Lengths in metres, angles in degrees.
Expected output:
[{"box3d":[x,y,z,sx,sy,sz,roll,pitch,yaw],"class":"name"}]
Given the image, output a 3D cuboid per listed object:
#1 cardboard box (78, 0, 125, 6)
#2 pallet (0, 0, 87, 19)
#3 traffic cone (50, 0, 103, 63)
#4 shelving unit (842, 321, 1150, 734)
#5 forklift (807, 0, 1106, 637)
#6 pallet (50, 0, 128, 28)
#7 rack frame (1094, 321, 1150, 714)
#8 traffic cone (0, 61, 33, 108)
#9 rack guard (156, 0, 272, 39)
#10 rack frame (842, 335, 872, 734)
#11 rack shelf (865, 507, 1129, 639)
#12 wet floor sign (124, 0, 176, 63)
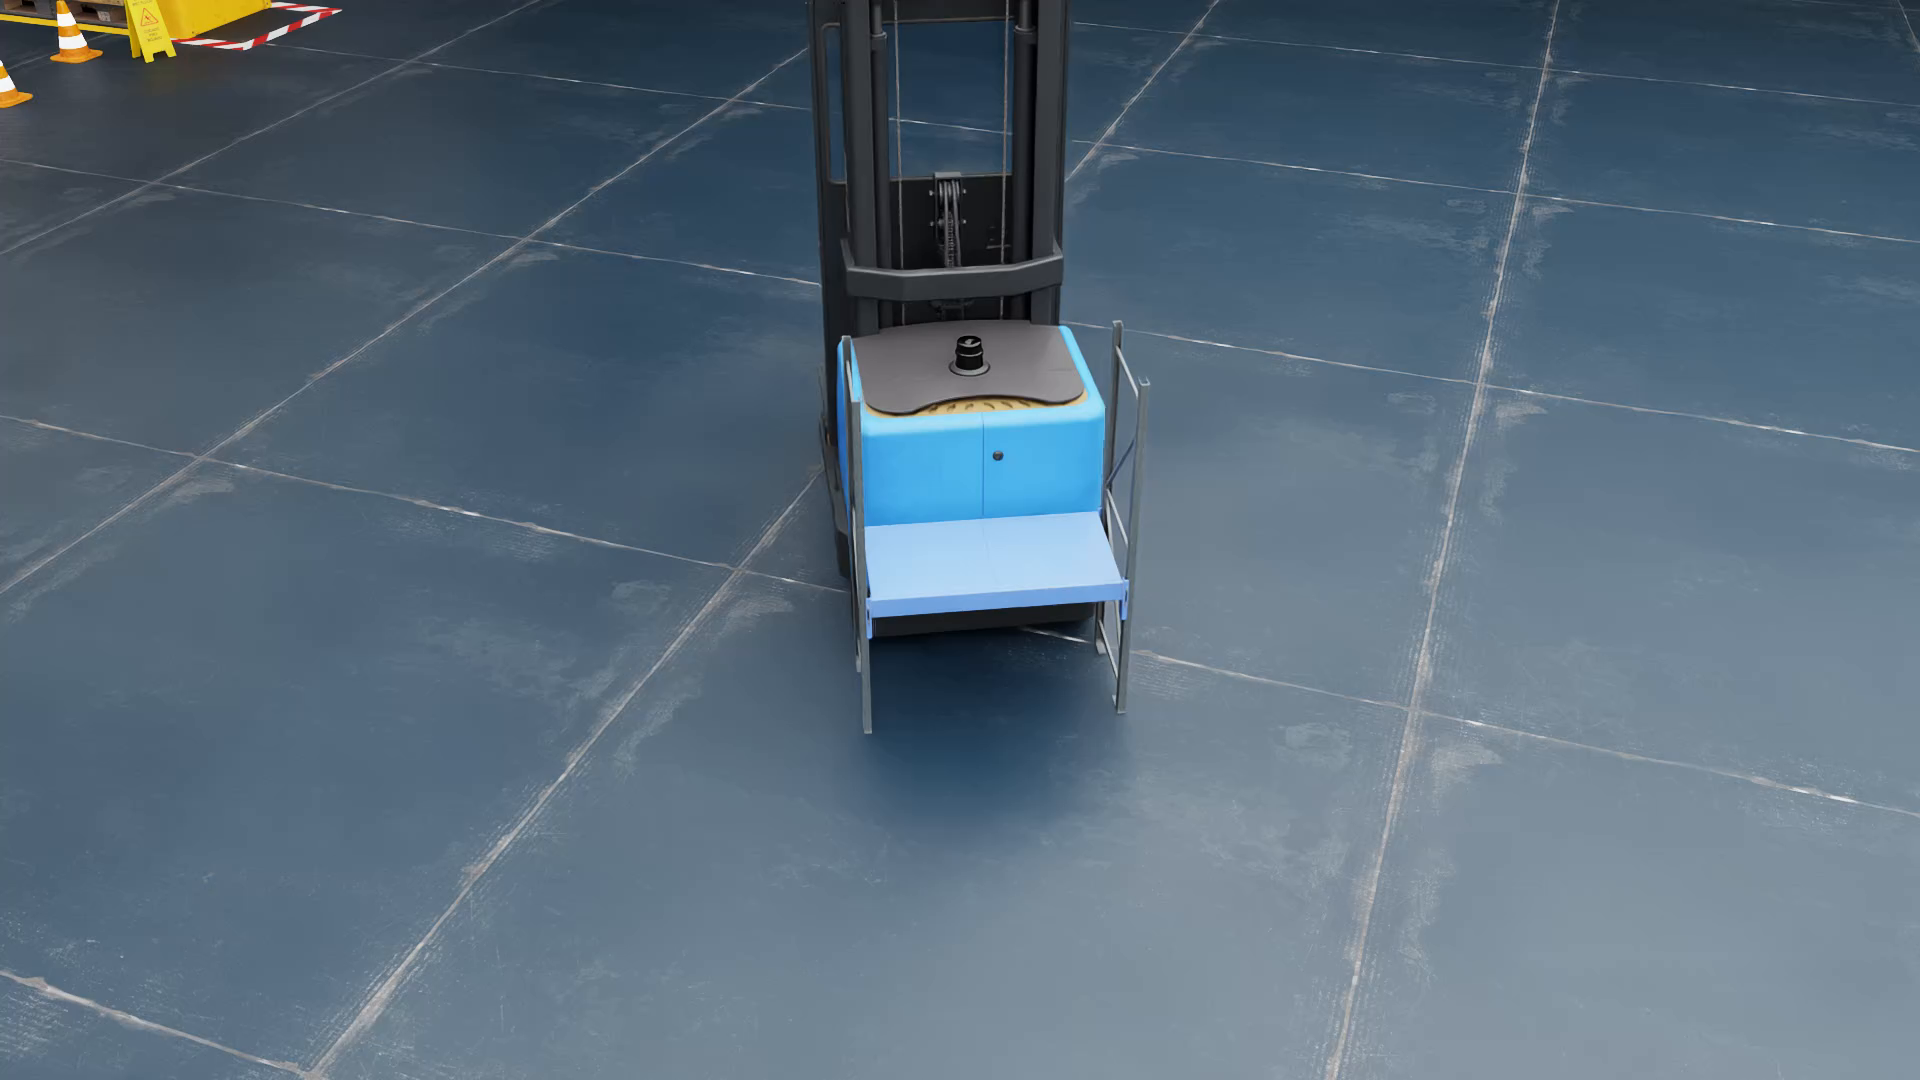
[{"box3d":[-7.521,-4.975,14.837,0.500,0.250,0.500,11,34,16],"class":"cardboard box"},{"box3d":[-8.615,-5.172,15.565,1.213,0.211,1.003,11,34,16],"class":"pallet"},{"box3d":[-7.486,-4.293,13.972,0.334,0.463,0.336,11,34,16],"class":"traffic cone"},{"box3d":[0.113,-0.028,6.400,1.048,1.500,0.538,-4,34,-6],"class":"shelving unit"},{"box3d":[-0.121,-1.609,7.540,1.130,2.935,3.031,-4,33,-7],"class":"forklift"},{"box3d":[-7.471,-4.948,15.218,1.213,0.211,1.003,11,34,16],"class":"pallet"},{"box3d":[0.618,-0.062,6.453,0.032,1.500,0.500,-4,34,-6],"class":"rack frame"},{"box3d":[-7.541,-3.664,12.998,0.334,0.463,0.336,11,34,16],"class":"traffic cone"},{"box3d":[-6.718,-4.902,14.882,0.348,0.500,1.175,11,34,16],"class":"rack guard"},{"box3d":[-0.391,0.006,6.347,0.032,1.500,0.500,-4,34,-6],"class":"rack frame"},{"box3d":[0.113,0.121,6.501,1.000,0.185,0.538,-4,34,-6],"class":"rack shelf"},{"box3d":[-6.828,-4.368,13.921,0.232,0.644,0.267,24,40,32],"class":"wet floor sign"}]
